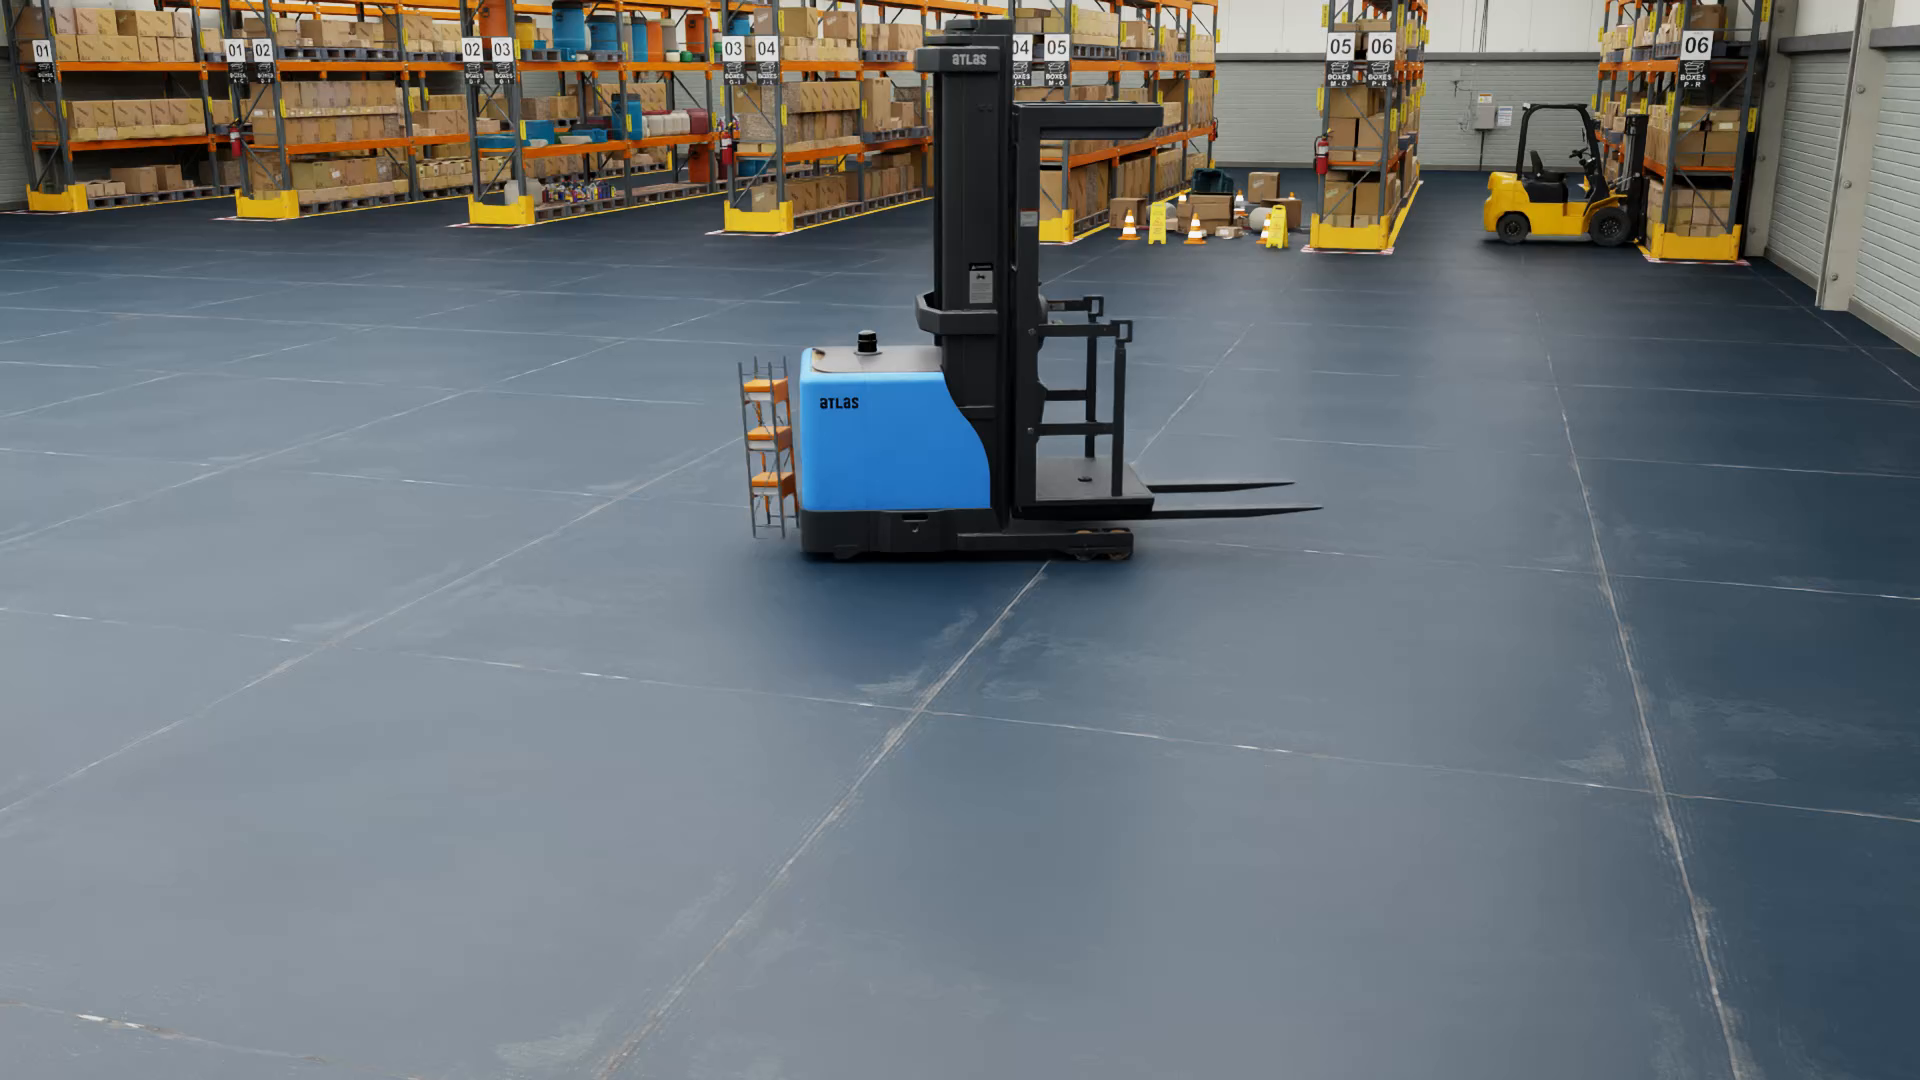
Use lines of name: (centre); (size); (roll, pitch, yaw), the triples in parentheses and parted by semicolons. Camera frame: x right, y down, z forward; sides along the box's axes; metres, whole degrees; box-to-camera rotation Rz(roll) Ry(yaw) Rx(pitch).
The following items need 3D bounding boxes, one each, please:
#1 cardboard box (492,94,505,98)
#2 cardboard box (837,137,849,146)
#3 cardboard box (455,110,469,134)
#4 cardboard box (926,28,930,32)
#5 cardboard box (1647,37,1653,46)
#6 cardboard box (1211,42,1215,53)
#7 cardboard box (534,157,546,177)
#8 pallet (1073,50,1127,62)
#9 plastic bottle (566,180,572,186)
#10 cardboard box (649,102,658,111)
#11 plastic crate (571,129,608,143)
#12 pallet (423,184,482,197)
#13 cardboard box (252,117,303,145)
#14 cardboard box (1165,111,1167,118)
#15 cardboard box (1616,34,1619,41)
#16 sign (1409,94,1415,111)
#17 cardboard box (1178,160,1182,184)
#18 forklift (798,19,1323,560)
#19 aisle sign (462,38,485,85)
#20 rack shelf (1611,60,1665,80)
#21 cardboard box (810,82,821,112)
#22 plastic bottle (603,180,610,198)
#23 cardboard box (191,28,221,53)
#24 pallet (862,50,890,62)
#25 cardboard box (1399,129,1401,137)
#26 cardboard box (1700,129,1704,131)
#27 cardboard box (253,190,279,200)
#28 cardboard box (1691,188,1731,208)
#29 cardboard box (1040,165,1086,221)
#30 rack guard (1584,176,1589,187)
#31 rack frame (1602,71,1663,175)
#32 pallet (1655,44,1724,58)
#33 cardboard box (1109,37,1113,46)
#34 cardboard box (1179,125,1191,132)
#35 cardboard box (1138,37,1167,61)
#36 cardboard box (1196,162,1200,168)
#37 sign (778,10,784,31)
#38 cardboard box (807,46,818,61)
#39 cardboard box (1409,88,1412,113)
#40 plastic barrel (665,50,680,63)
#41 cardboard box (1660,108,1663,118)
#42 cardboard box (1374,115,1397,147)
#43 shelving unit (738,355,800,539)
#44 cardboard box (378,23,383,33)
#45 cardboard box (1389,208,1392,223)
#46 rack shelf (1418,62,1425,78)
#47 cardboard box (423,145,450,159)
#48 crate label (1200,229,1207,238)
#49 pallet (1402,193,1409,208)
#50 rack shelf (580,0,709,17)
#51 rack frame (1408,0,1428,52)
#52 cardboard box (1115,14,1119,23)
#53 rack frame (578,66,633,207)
cardboard box: (-13.309, -12.095, 46.426); (0.980, 0.700, 0.700); (5, 17, 18)
cardboard box: (-2.289, -7.394, 30.861); (0.380, 0.149, 0.250); (5, 16, 16)
cardboard box: (-11.158, -9.217, 36.644); (0.500, 0.500, 0.500); (4, 16, 13)
cardboard box: (-1.096, -10.700, 35.600); (0.797, 0.503, 0.637); (6, 17, 19)
cardboard box: (11.946, -8.525, 28.397); (0.380, 0.149, 0.250); (5, 16, 16)
cardboard box: (5.913, -11.993, 40.477); (0.500, 0.250, 0.500); (4, 16, 14)
cardboard box: (-10.150, -8.852, 39.317); (0.500, 0.500, 0.500); (4, 16, 14)
pallet: (2.603, -8.977, 30.835); (0.805, 0.209, 1.217); (4, 16, 14)
plastic bottle: (-7.713, -6.936, 32.833); (0.144, 0.351, 0.185); (5, 17, 17)
cardboard box: (-8.434, -11.476, 44.609); (0.500, 0.500, 0.500); (5, 17, 16)
plastic crate: (-7.140, -7.795, 32.088); (0.499, 0.251, 0.616); (5, 16, 16)
pallet: (-11.317, -7.737, 36.720); (1.003, 0.211, 1.213); (5, 16, 16)
cardboard box: (-12.825, -7.685, 31.245); (0.700, 0.500, 0.500); (5, 16, 16)
cardboard box: (4.221, -9.101, 35.565); (0.380, 0.149, 0.250); (4, 16, 15)
cardboard box: (13.525, -10.197, 33.750); (0.380, 0.149, 0.250); (4, 16, 15)
sign: (8.824, -8.551, 32.502); (0.100, 0.325, 0.005); (5, 16, 16)
cardboard box: (4.695, -8.262, 37.271); (0.500, 0.500, 0.500); (4, 16, 15)
forklift: (0.581, -1.441, 9.540); (3.031, 2.935, 1.130); (-1, 16, -4)
aisle sign: (-8.528, -8.386, 29.133); (0.394, 0.787, 0.004); (5, 16, 16)
rack shelf: (13.630, -9.308, 32.969); (1.077, 0.370, 4.000); (5, 16, 16)
cardboard box: (-2.766, -7.803, 29.282); (0.500, 0.500, 0.500); (5, 16, 16)
plastic bottle: (-6.992, -6.924, 32.792); (0.144, 0.351, 0.185); (4, 16, 14)
cardboard box: (-16.352, -10.776, 35.874); (0.500, 0.500, 0.500); (7, 17, 24)
pallet: (-2.059, -9.299, 31.965); (1.213, 0.211, 1.003); (5, 16, 16)
cardboard box: (7.625, -7.226, 29.500); (0.380, 0.149, 0.250); (5, 17, 17)
cardboard box: (11.322, -5.889, 24.910); (0.500, 0.500, 0.500); (5, 17, 18)
cardboard box: (-13.101, -6.558, 31.724); (0.500, 0.250, 0.500); (5, 16, 16)
cardboard box: (11.106, -5.066, 24.629); (0.500, 0.250, 0.500); (4, 16, 15)
cardboard box: (1.631, -5.929, 28.358); (0.875, 0.875, 0.875); (4, 16, 15)
rack guard: (15.313, -8.558, 39.085); (1.175, 0.500, 0.348); (5, 16, 16)
rack frame: (14.198, -8.734, 35.125); (1.000, 3.000, 0.127); (5, 16, 16)
pallet: (11.707, -7.816, 26.555); (1.003, 0.211, 1.213); (5, 16, 16)
cardboard box: (2.450, -8.701, 29.019); (0.380, 0.149, 0.250); (5, 17, 17)
cardboard box: (5.058, -9.403, 37.945); (0.380, 0.149, 0.250); (5, 17, 18)
cardboard box: (3.944, -10.049, 34.080); (0.500, 0.500, 0.500); (5, 16, 16)
cardboard box: (5.552, -8.997, 39.962); (0.380, 0.149, 0.250); (5, 17, 19)
sign: (-2.953, -8.568, 27.442); (0.100, 0.325, 0.005); (5, 16, 16)
cardboard box: (-2.804, -8.489, 29.037); (0.500, 0.250, 0.500); (5, 16, 16)
cardboard box: (8.808, -8.841, 33.487); (0.500, 0.500, 0.500); (5, 16, 16)
plastic barrel: (-6.086, -10.250, 35.225); (0.301, 0.262, 0.301); (0, 16, 0)
cardboard box: (10.954, -6.549, 25.506); (0.380, 0.149, 0.250); (5, 17, 17)
cardboard box: (6.853, -6.675, 27.137); (0.500, 0.500, 0.500); (4, 16, 15)
shelving unit: (-1.124, -0.547, 9.809); (0.215, 1.050, 0.252); (1, 15, 15)
cardboard box: (-14.687, -12.882, 41.889); (0.500, 0.250, 0.500); (6, 17, 20)
cardboard box: (6.817, -5.324, 27.372); (0.500, 0.250, 0.500); (6, 17, 20)
rack shelf: (10.006, -10.738, 38.012); (1.077, 0.370, 4.000); (5, 16, 16)
cardboard box: (-14.000, -10.226, 44.196); (0.700, 0.500, 0.500); (5, 17, 17)
crate label: (3.916, -5.021, 27.282); (0.250, 0.136, 0.298); (-4, 16, -13)
pallet: (8.598, -6.930, 33.876); (1.003, 0.211, 1.213); (5, 16, 16)
rack shelf: (-6.517, -11.048, 34.342); (1.077, 0.370, 4.000); (5, 16, 16)
rack frame: (10.575, -13.051, 39.349); (1.000, 3.000, 0.127); (5, 16, 16)
cardboard box: (2.592, -9.218, 29.380); (0.380, 0.149, 0.250); (4, 16, 15)
rack frame: (-7.086, -8.177, 33.163); (1.000, 3.000, 0.127); (5, 16, 16)
